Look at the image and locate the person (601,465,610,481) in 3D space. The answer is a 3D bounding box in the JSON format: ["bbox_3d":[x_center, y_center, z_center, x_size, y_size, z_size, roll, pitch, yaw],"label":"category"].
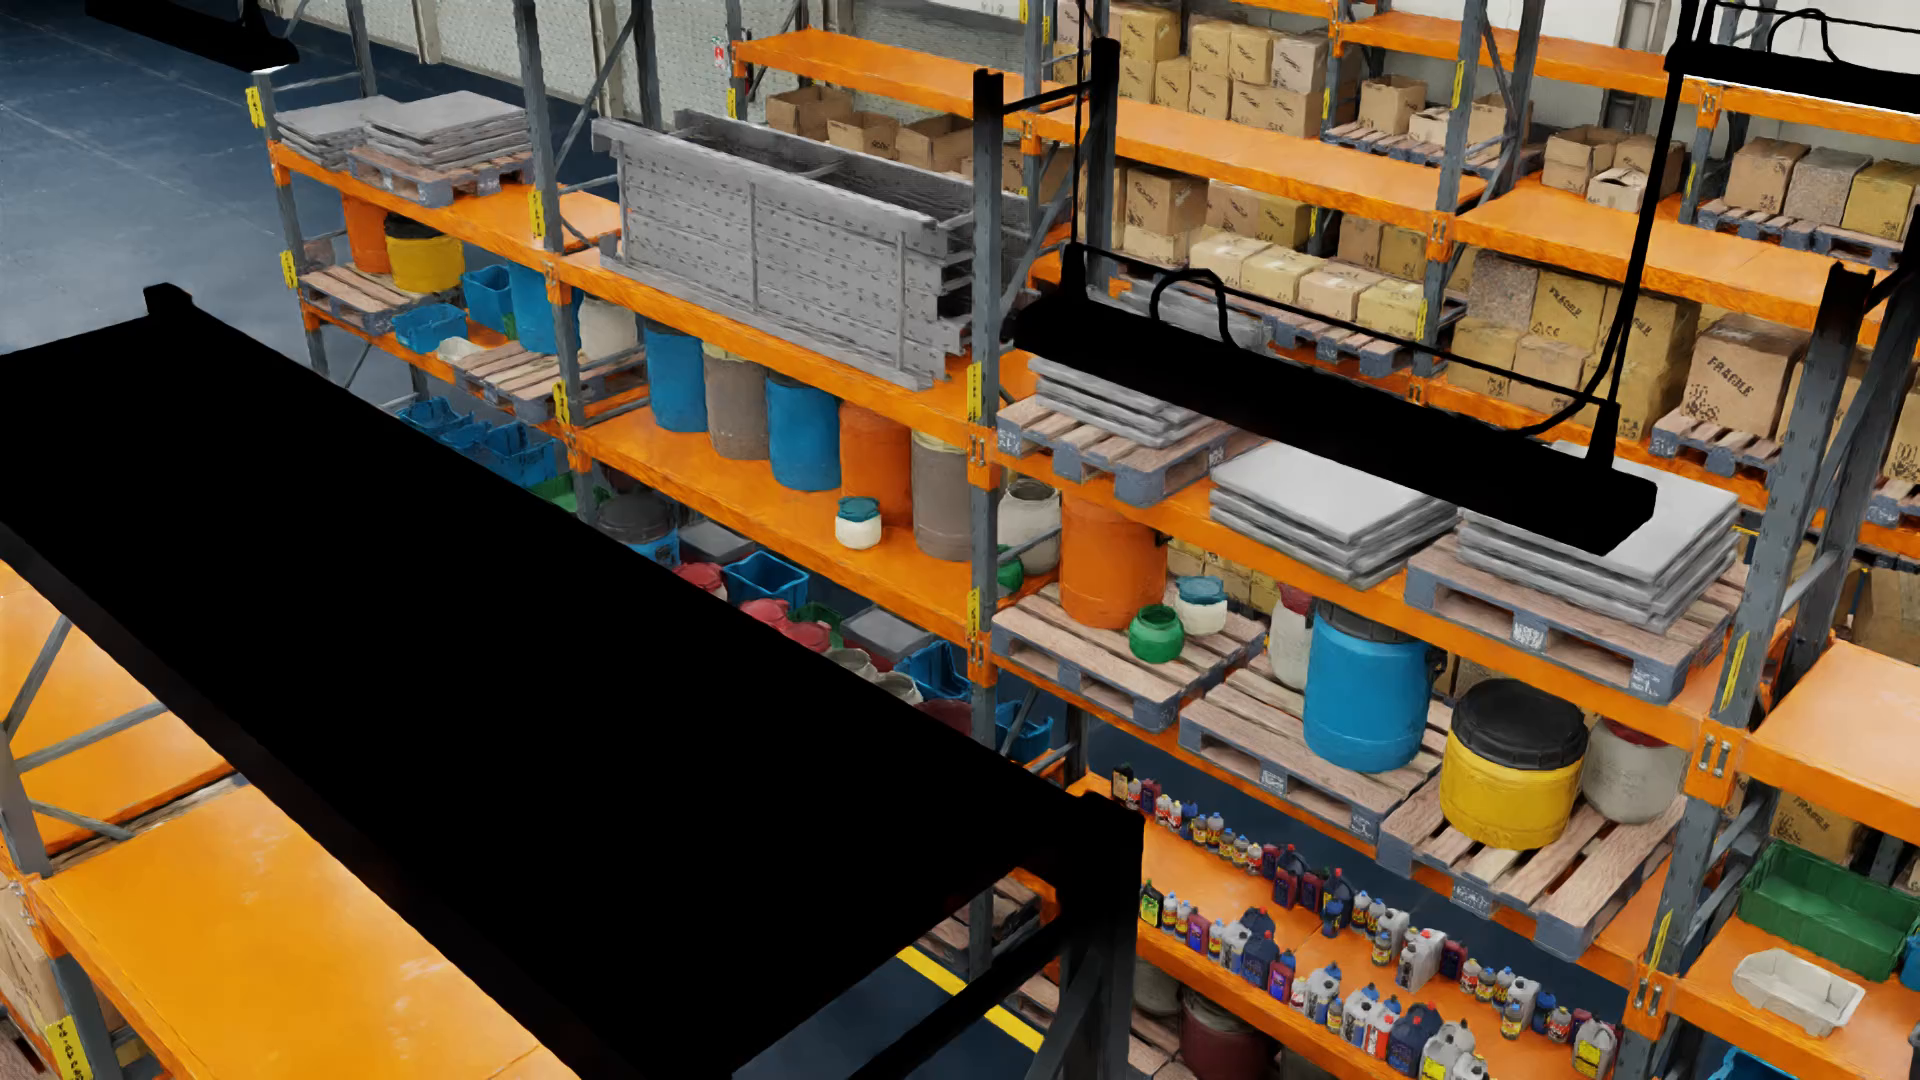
[{"bbox_3d":[-3.149,-0.781,15.876,0.598,1.717,1.021,-12,31,-20],"label":"person"}]
